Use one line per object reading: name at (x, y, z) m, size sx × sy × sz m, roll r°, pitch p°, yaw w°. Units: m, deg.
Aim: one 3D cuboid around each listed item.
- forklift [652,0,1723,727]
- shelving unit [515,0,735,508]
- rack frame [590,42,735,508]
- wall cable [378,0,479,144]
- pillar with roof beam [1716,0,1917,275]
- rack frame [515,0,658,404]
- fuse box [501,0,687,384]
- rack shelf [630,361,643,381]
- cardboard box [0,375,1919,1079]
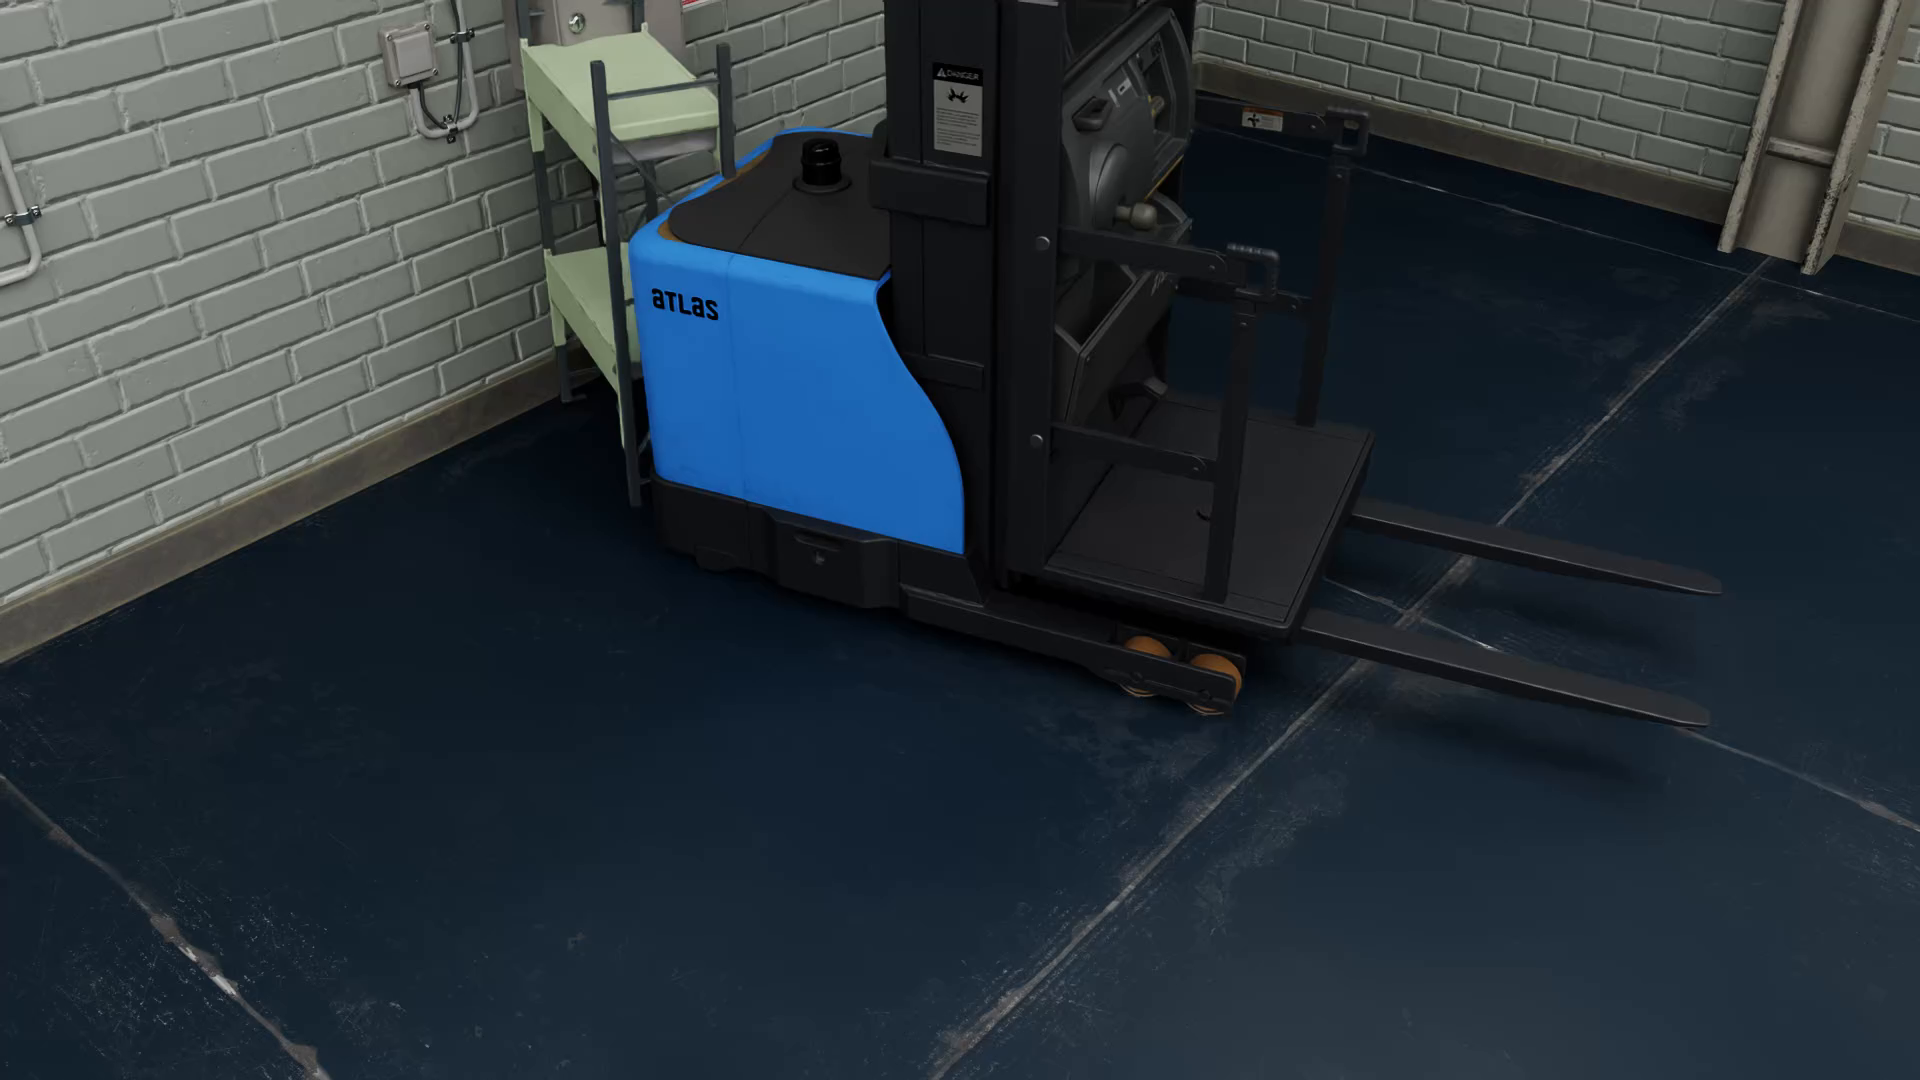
forklift at (0.667, -1.022, 4.226) m, size 2.937 × 2.843 × 1.107 m, roll 14°, pitch 37°, yaw 19°
shelving unit at (-1.036, -0.946, 5.310) m, size 0.400 × 1.500 × 0.755 m, roll -16°, pitch 41°, yaw -24°
rack frame at (-0.862, -0.748, 5.056) m, size 0.400 × 1.500 × 0.023 m, roll -16°, pitch 41°, yaw -24°
wall cable at (-1.676, -2.004, 4.621) m, size 0.122 × 1.984 × 0.588 m, roll 25°, pitch 42°, yaw 32°
pillar with roof beam at (0.697, -3.061, 1.758) m, size 0.400 × 9.000 × 9.100 m, roll 25°, pitch 42°, yaw 32°
rack frame at (-1.210, -1.144, 5.564) m, size 0.400 × 1.500 × 0.023 m, roll -16°, pitch 41°, yaw -24°
fuse box at (-1.118, -1.294, 5.622) m, size 0.414 × 1.711 × 0.539 m, roll 25°, pitch 42°, yaw 32°
rack shelf at (-1.048, -0.741, 5.461) m, size 0.332 × 0.071 × 0.664 m, roll -16°, pitch 41°, yaw -24°
cardboard box at (2.303, 2.200, 0.678) m, size 13.522 × 1.550 × 6.103 m, roll 24°, pitch 41°, yaw 31°
